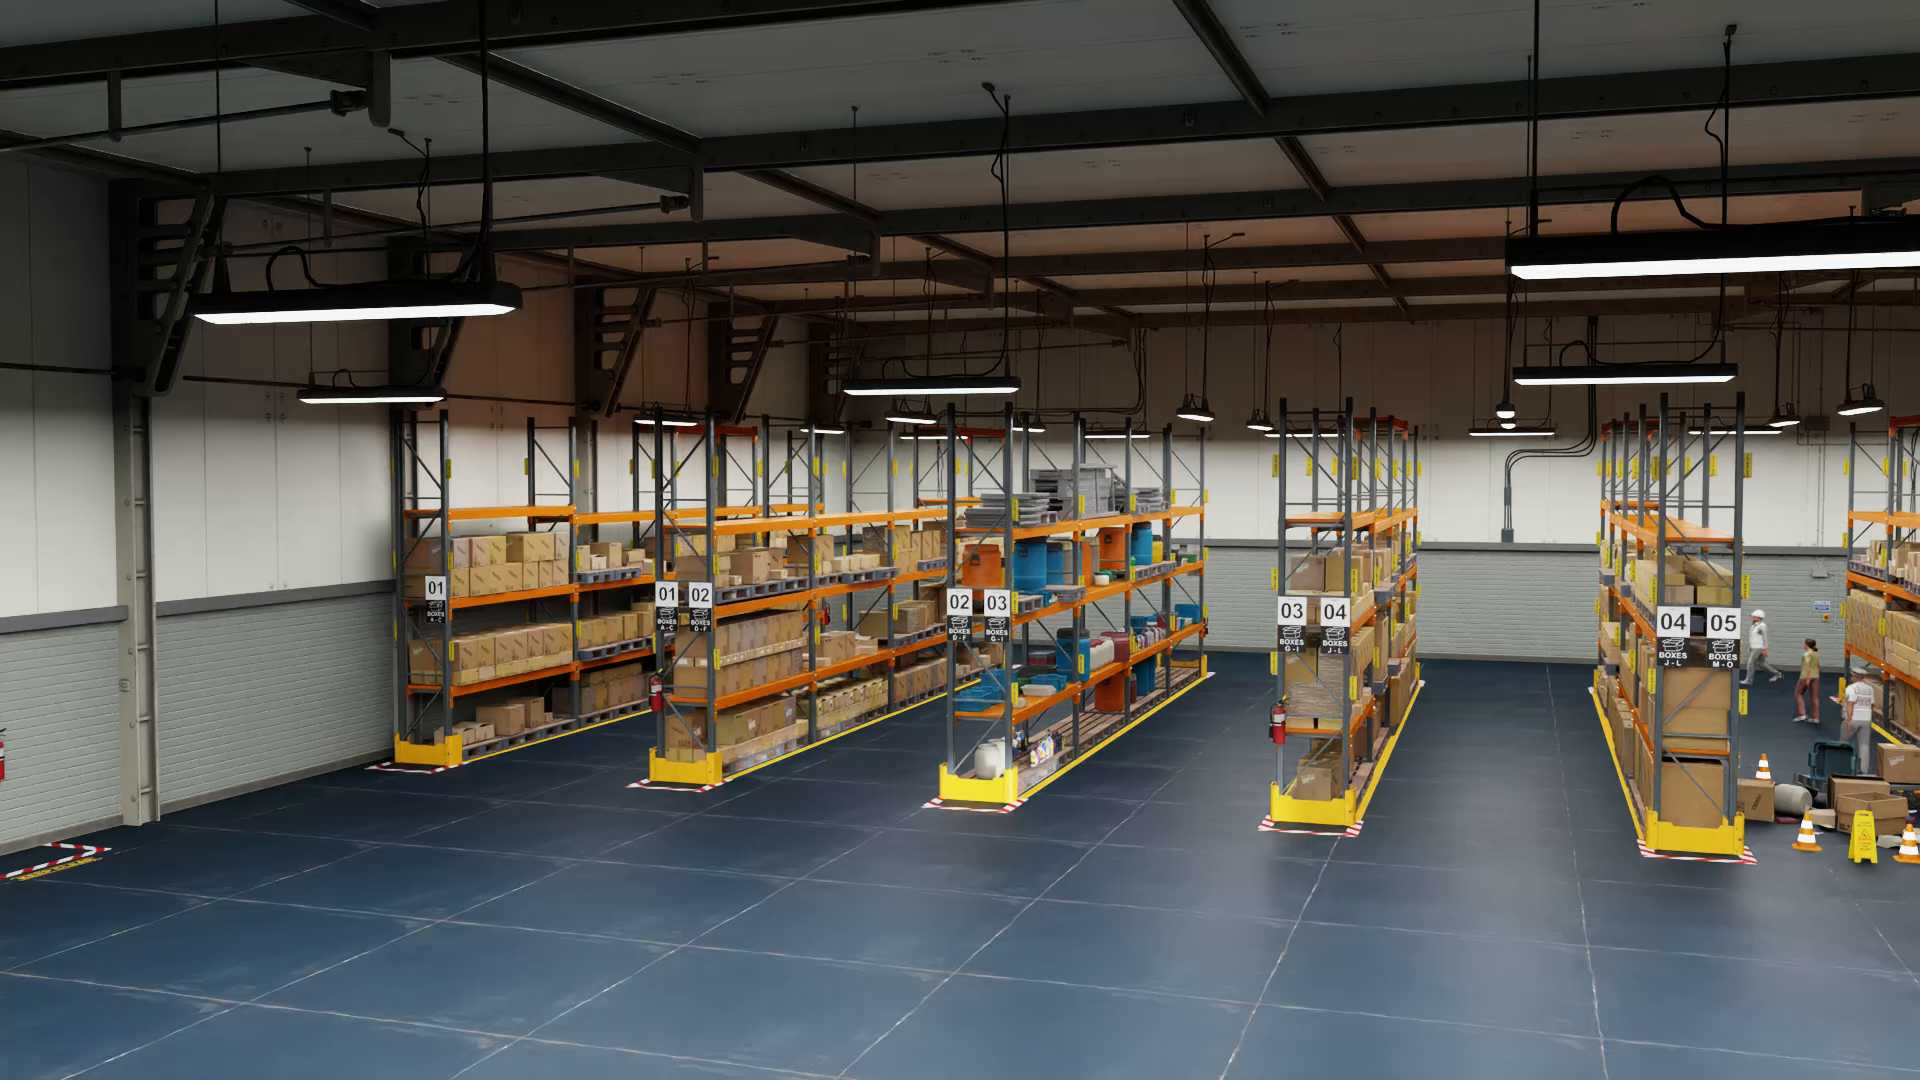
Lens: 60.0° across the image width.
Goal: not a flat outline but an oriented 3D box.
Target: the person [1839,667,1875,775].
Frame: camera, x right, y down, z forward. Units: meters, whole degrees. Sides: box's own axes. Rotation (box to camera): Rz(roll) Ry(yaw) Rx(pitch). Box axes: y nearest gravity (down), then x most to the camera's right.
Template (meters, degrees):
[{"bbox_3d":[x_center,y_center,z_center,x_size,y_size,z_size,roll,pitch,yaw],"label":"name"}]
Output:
[{"bbox_3d":[14.636,2.990,27.072,0.545,1.814,0.609,0,2,7],"label":"person"}]

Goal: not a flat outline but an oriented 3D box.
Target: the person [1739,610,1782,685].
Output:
[{"bbox_3d":[18.491,2.482,38.401,0.964,1.742,0.548,1,2,12],"label":"person"}]

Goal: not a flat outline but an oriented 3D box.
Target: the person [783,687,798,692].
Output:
[{"bbox_3d":[-3.801,2.555,37.269,0.501,1.679,0.448,2,3,35],"label":"person"}]

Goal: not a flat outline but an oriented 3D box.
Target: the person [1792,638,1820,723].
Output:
[{"bbox_3d":[16.754,2.781,32.716,0.462,1.693,0.557,0,2,-7],"label":"person"}]
